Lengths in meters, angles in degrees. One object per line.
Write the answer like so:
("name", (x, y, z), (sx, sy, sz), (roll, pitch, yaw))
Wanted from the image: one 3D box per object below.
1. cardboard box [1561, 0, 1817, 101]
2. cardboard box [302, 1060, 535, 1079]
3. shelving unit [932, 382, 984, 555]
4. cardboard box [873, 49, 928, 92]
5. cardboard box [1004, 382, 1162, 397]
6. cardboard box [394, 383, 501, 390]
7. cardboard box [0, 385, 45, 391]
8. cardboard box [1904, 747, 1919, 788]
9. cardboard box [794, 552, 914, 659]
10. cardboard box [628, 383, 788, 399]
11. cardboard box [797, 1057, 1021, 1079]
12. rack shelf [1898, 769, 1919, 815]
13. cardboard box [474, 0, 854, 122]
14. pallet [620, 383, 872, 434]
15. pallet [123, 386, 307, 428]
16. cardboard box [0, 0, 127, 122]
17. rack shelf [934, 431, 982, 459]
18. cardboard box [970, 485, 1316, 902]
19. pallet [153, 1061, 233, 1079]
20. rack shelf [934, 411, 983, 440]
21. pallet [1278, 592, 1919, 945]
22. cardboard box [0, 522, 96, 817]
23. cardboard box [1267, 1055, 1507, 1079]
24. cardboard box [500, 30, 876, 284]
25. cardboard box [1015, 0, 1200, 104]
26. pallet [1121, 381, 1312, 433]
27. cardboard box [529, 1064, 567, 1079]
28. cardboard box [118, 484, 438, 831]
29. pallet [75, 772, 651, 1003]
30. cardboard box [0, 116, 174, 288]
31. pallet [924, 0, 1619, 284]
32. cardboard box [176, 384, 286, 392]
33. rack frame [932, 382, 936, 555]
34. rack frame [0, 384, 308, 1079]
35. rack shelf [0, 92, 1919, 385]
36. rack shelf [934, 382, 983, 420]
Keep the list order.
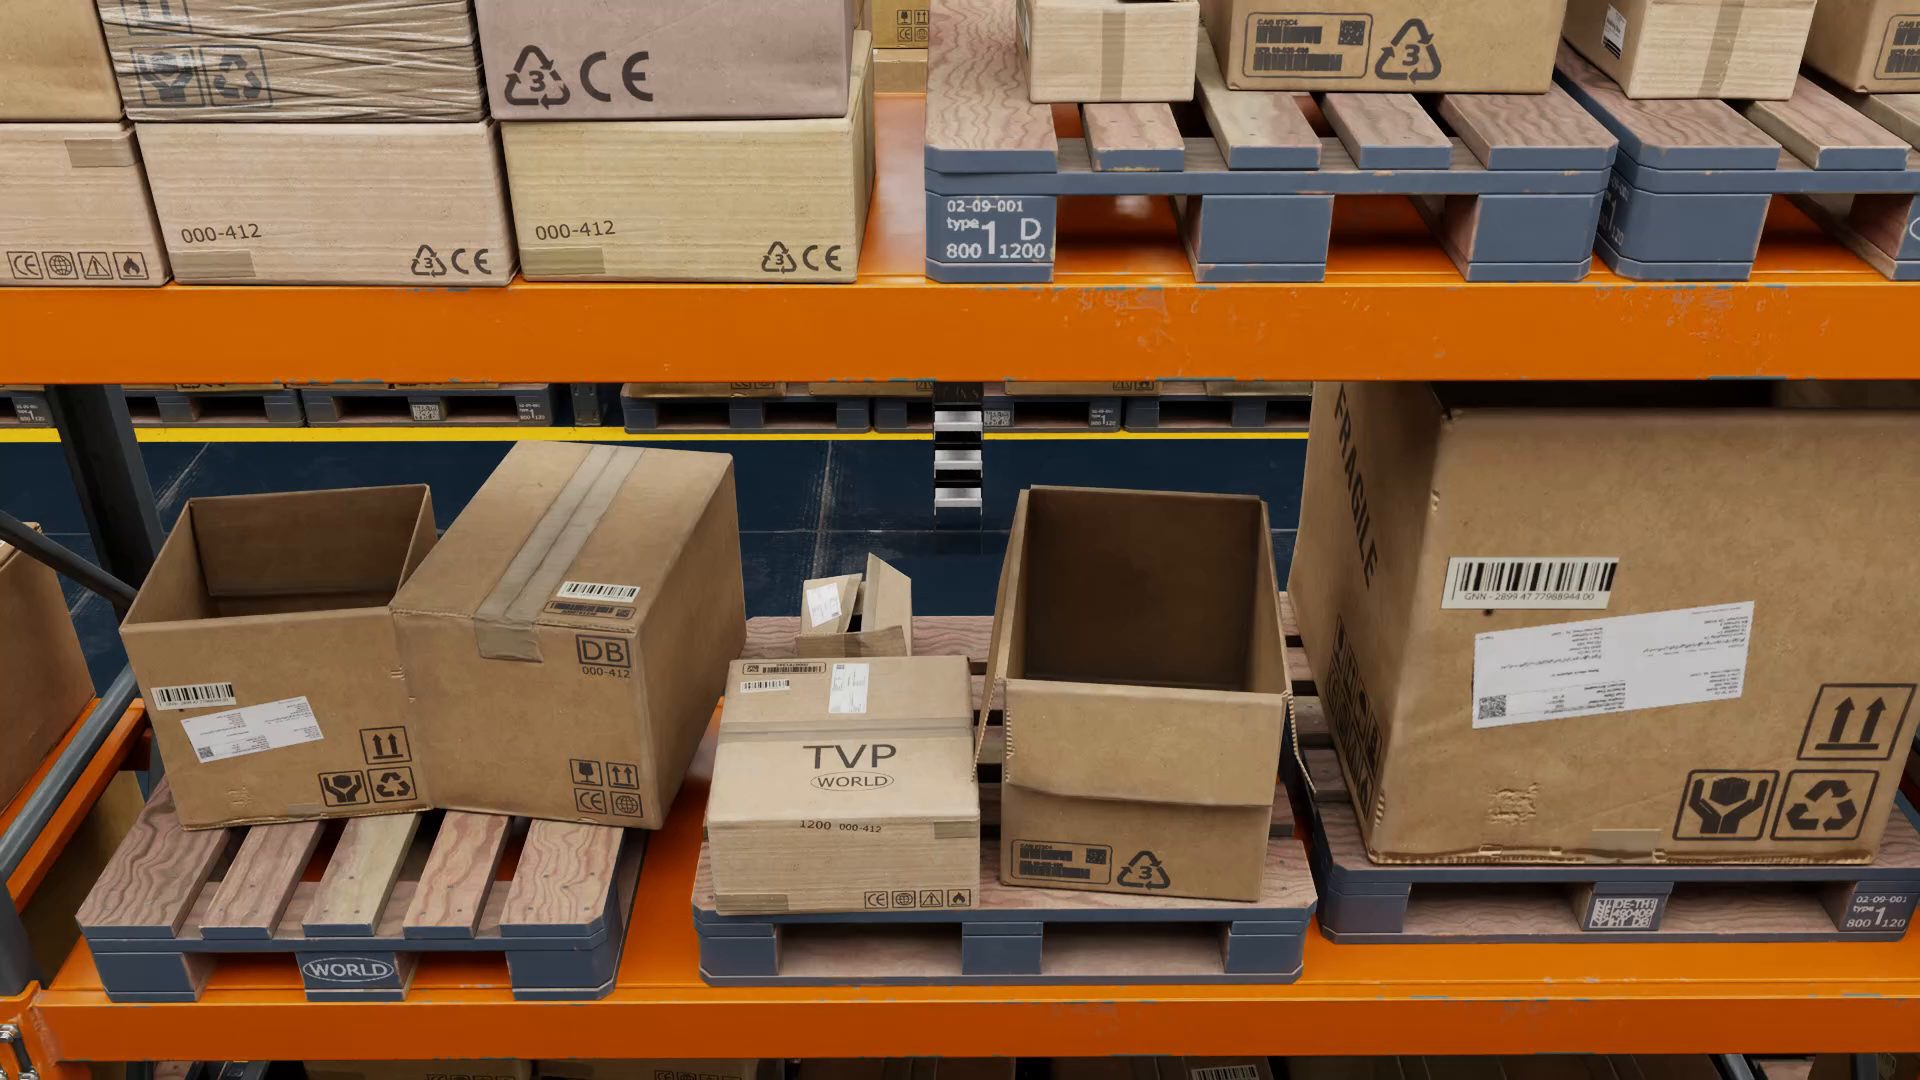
("cardboard box", (1.162, -0.884, 2.648), (0.258, 0.266, 0.396), (1, 31, 1))
("cardboard box", (-1.229, 1.021, 3.939), (0.500, 0.250, 0.500), (1, 31, 2))
("shelving unit", (-0.008, -0.385, 7.017), (0.210, 0.900, 0.258), (0, 31, 0))
("cardboard box", (-0.364, -2.003, 7.563), (0.500, 0.500, 0.500), (0, 31, 0))
("cardboard box", (0.587, -1.275, 8.224), (0.750, 0.750, 1.050), (0, 31, 0))
("cardboard box", (-2.484, -1.068, 8.123), (0.500, 0.500, 0.500), (0, 31, -1))
("cardboard box", (-4.558, -1.060, 8.111), (0.500, 0.500, 0.500), (1, 31, 2))
("cardboard box", (2.314, 0.420, 3.908), (0.250, 0.149, 0.380), (0, 31, 0))
("cardboard box", (-0.233, 0.211, 3.735), (0.258, 0.266, 0.396), (-1, 31, -2))
("cardboard box", (-1.218, -1.268, 8.211), (0.750, 0.750, 1.050), (-1, 31, -1))
("cardboard box", (-0.107, 1.333, 4.147), (0.500, 0.500, 0.700), (2, 31, 4))
("rack shelf", (4.101, 0.767, 3.787), (4.000, 0.370, 1.077), (0, 31, 0))
("cardboard box", (-0.417, -0.933, 2.427), (0.500, 0.500, 0.500), (-1, 31, -2))
("pallet", (-1.039, -0.866, 8.474), (1.213, 0.211, 1.003), (0, 31, 0))
("pallet", (-3.826, -0.898, 8.527), (1.213, 0.211, 1.003), (0, 31, 0))
("cardboard box", (-1.427, -0.928, 2.418), (0.500, 0.500, 0.500), (0, 31, 0))
("rack shelf", (-0.008, -0.433, 6.987), (0.200, 0.077, 0.258), (0, 31, 0))
("cardboard box", (0.368, 0.296, 3.367), (0.637, 0.503, 0.797), (3, 31, 5))
("pallet", (-2.688, 1.634, 4.353), (1.213, 0.211, 1.003), (0, 31, 0))
("rack shelf", (-0.008, -0.510, 6.940), (0.200, 0.077, 0.258), (0, 31, 0))
("pallet", (1.336, 0.475, 3.760), (1.213, 0.211, 1.003), (0, 31, 0))
("cardboard box", (-2.386, 0.296, 3.774), (0.500, 0.500, 0.500), (1, 31, 1))
("cardboard box", (1.010, 1.329, 4.153), (0.500, 0.500, 0.700), (0, 31, -1))
("cardboard box", (-0.400, -0.617, 2.628), (0.500, 0.250, 0.500), (0, 31, 1))
("cardboard box", (0.227, -0.838, 2.669), (0.250, 0.166, 0.380), (-1, 31, -2))
("pallet", (1.401, -0.873, 8.486), (1.213, 0.211, 1.003), (0, 31, 0))
("cardboard box", (-1.229, 1.347, 4.124), (0.500, 0.500, 0.700), (-2, 31, -3))
("cardboard box", (-1.359, 0.234, 3.472), (0.500, 0.500, 0.500), (-4, 31, -6))
("pallet", (-1.187, 0.503, 3.714), (1.003, 0.211, 1.213), (0, 31, 0))
("cardboard box", (-1.427, -0.609, 2.615), (0.500, 0.250, 0.500), (0, 31, 1))
("pallet", (0.446, -0.785, 2.941), (1.003, 0.211, 1.213), (0, 31, 0))
("cardboard box", (-3.532, -1.058, 8.107), (0.500, 0.500, 0.500), (-2, 31, -3))
("rack frame", (-0.110, -0.384, 7.016), (0.006, 0.900, 0.240), (0, 31, 0))
("rack frame", (-1.899, 0.478, 3.570), (0.127, 3.000, 1.000), (0, 31, 0))
("rack shelf", (0.101, -0.503, 2.988), (4.000, 0.370, 1.077), (0, 31, 0))
("rack shelf", (-0.008, -0.587, 6.894), (0.200, 0.077, 0.258), (0, 31, 0))
